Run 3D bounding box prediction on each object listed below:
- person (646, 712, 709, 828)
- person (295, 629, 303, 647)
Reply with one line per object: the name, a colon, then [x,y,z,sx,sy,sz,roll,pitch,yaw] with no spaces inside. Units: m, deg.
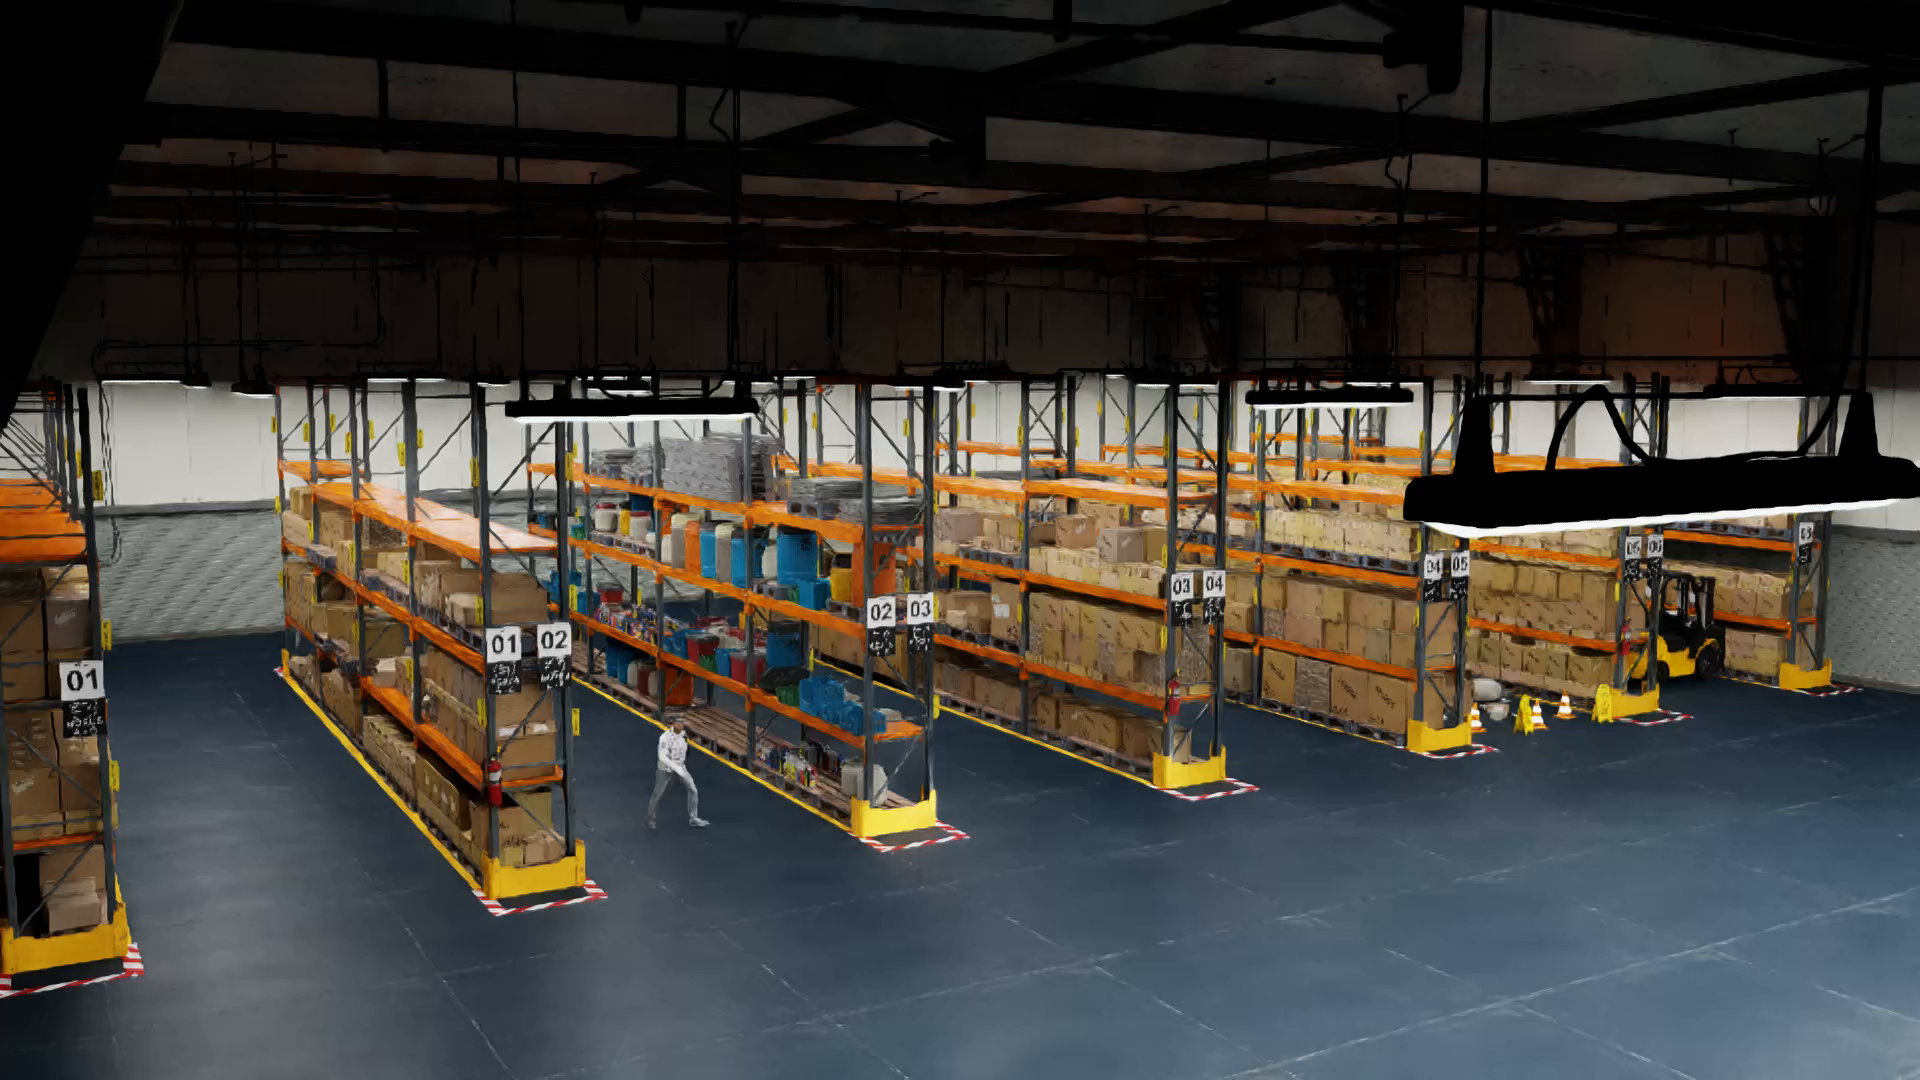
person: [-3.867,3.082,22.365,0.786,1.608,0.642,5,8,40]
person: [-14.194,1.552,36.391,0.808,1.596,0.660,6,8,41]
